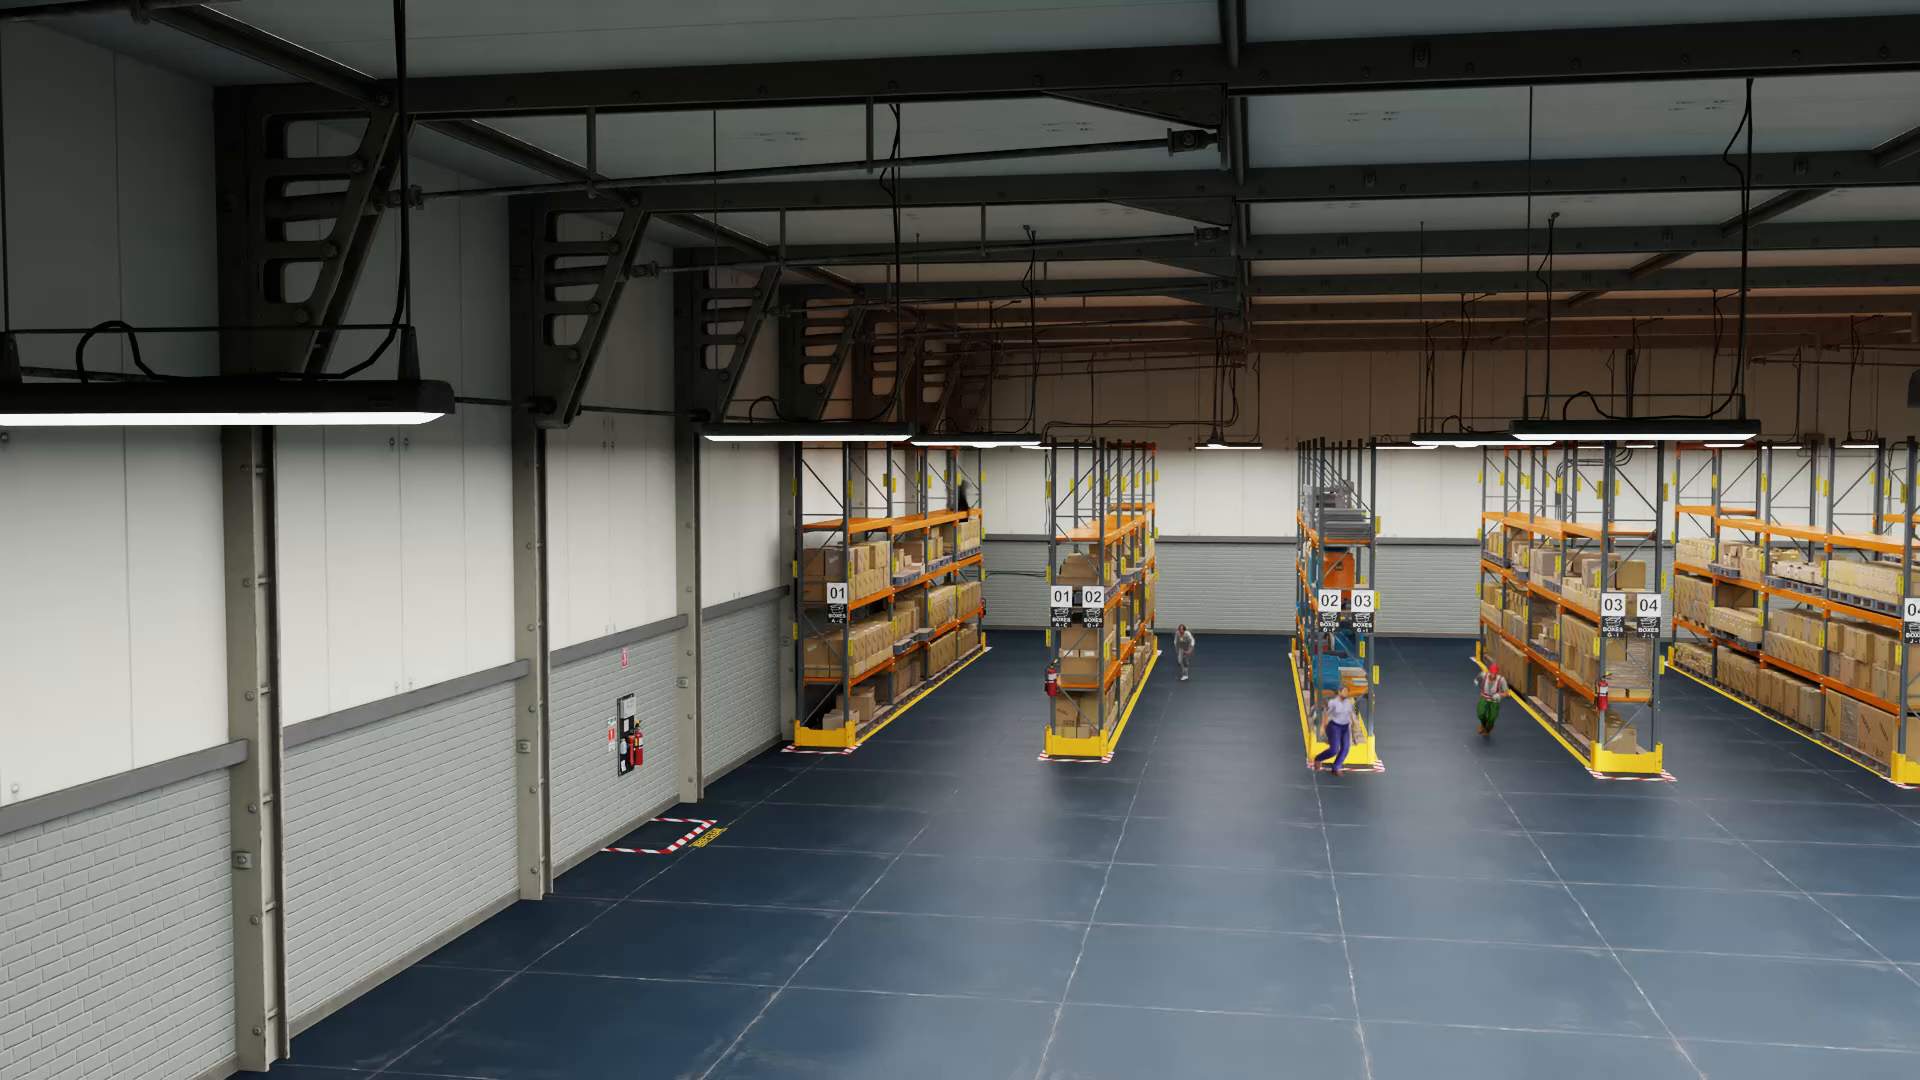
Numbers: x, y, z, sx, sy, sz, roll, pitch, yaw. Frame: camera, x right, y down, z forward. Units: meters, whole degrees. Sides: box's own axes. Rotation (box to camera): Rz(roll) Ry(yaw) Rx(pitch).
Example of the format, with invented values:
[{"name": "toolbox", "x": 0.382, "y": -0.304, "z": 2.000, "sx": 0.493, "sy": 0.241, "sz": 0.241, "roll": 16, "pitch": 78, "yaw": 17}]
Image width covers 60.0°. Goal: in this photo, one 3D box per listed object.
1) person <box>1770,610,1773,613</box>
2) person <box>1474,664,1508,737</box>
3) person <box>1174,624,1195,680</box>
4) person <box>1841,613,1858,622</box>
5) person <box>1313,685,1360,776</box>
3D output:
[{"name": "person", "x": 21.420, "y": 2.630, "z": 43.289, "sx": 0.690, "sy": 1.600, "sz": 0.870, "roll": -1, "pitch": 3, "yaw": -16}, {"name": "person", "x": 10.517, "y": 3.193, "z": 32.990, "sx": 0.692, "sy": 1.532, "sz": 1.018, "roll": 1, "pitch": 3, "yaw": 22}, {"name": "person", "x": 5.669, "y": 2.800, "z": 41.892, "sx": 0.546, "sy": 1.428, "sz": 0.880, "roll": 1, "pitch": 3, "yaw": 18}, {"name": "person", "x": 24.832, "y": 2.472, "z": 46.279, "sx": 0.896, "sy": 1.625, "sz": 0.567, "roll": 0, "pitch": 3, "yaw": -3}, {"name": "person", "x": 6.650, "y": 3.377, "z": 29.423, "sx": 0.662, "sy": 1.631, "sz": 0.661, "roll": -2, "pitch": 4, "yaw": -32}]
